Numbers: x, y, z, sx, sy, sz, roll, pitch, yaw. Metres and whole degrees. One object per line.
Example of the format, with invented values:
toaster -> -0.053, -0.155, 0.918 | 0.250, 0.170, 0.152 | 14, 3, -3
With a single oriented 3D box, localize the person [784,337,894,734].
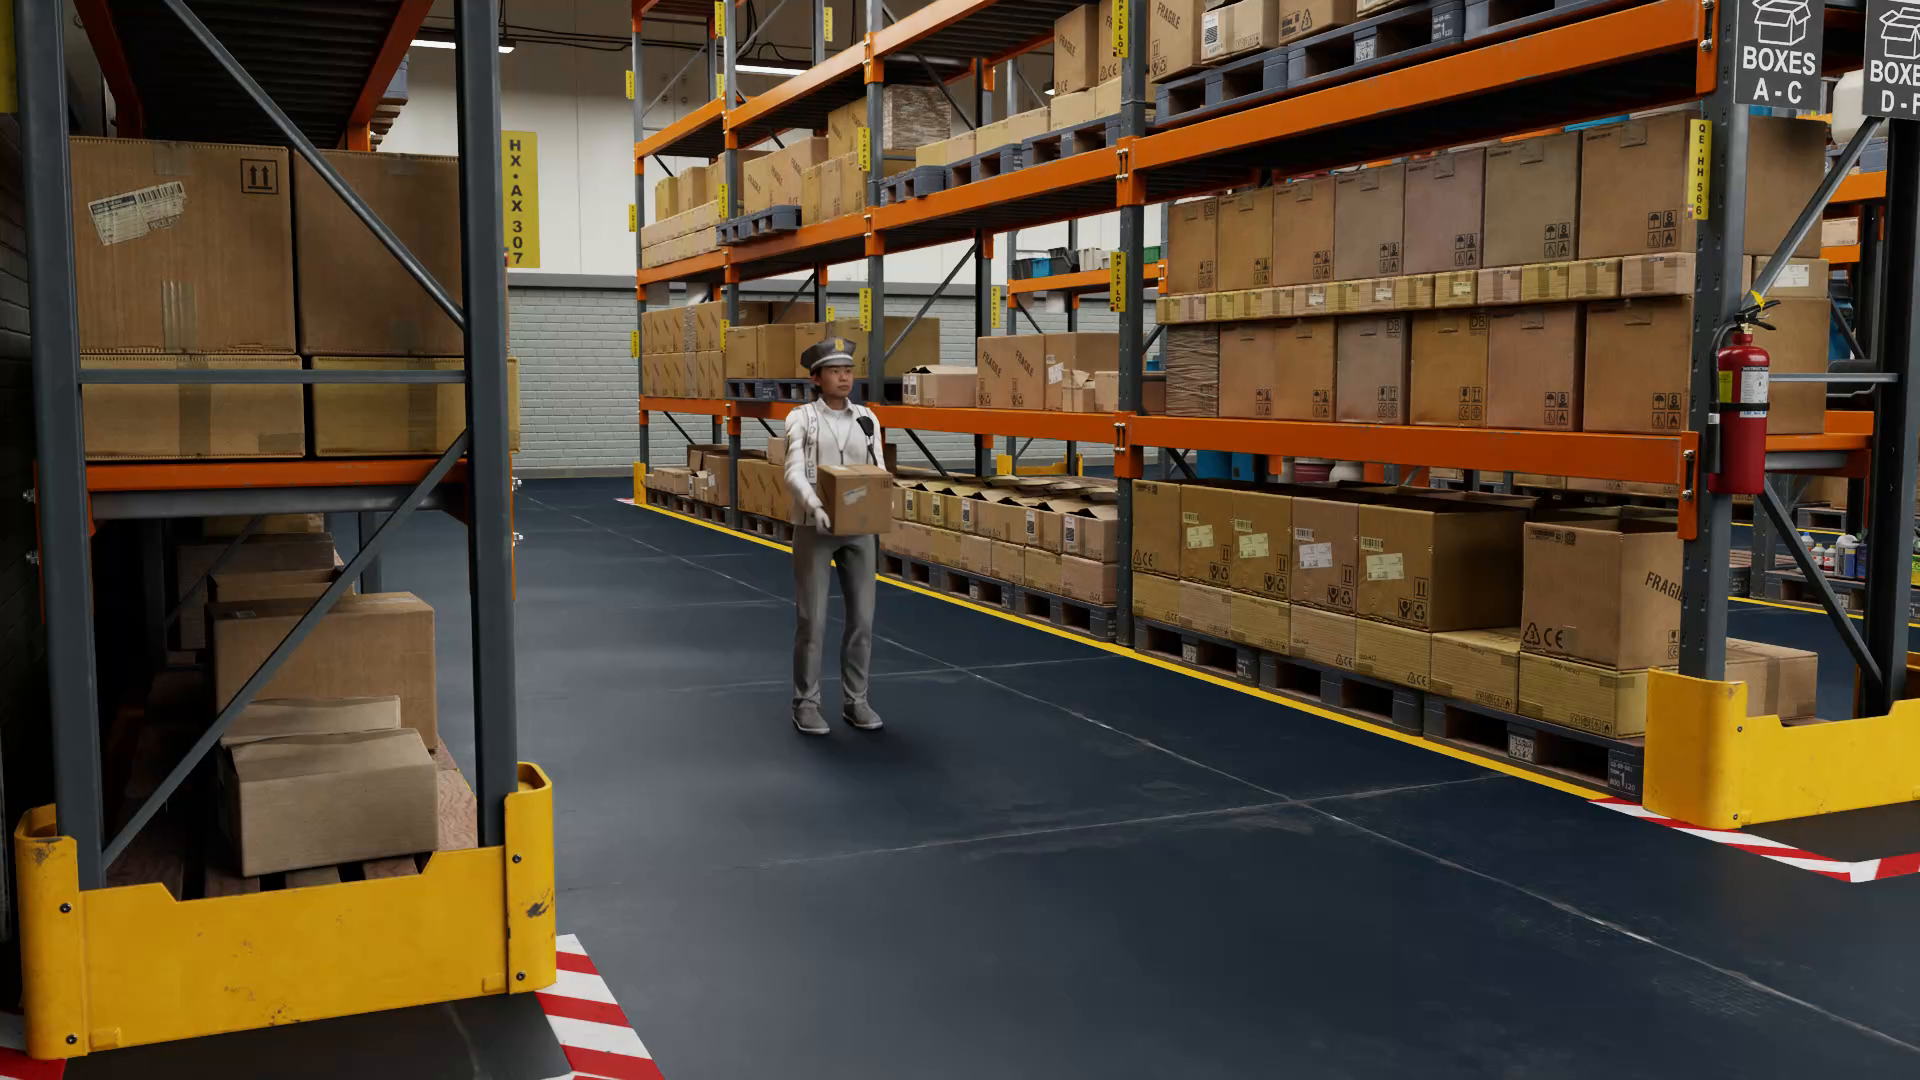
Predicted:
person -> -0.517, -0.022, 7.110 | 0.459, 1.686, 0.556 | -2, 6, -23
